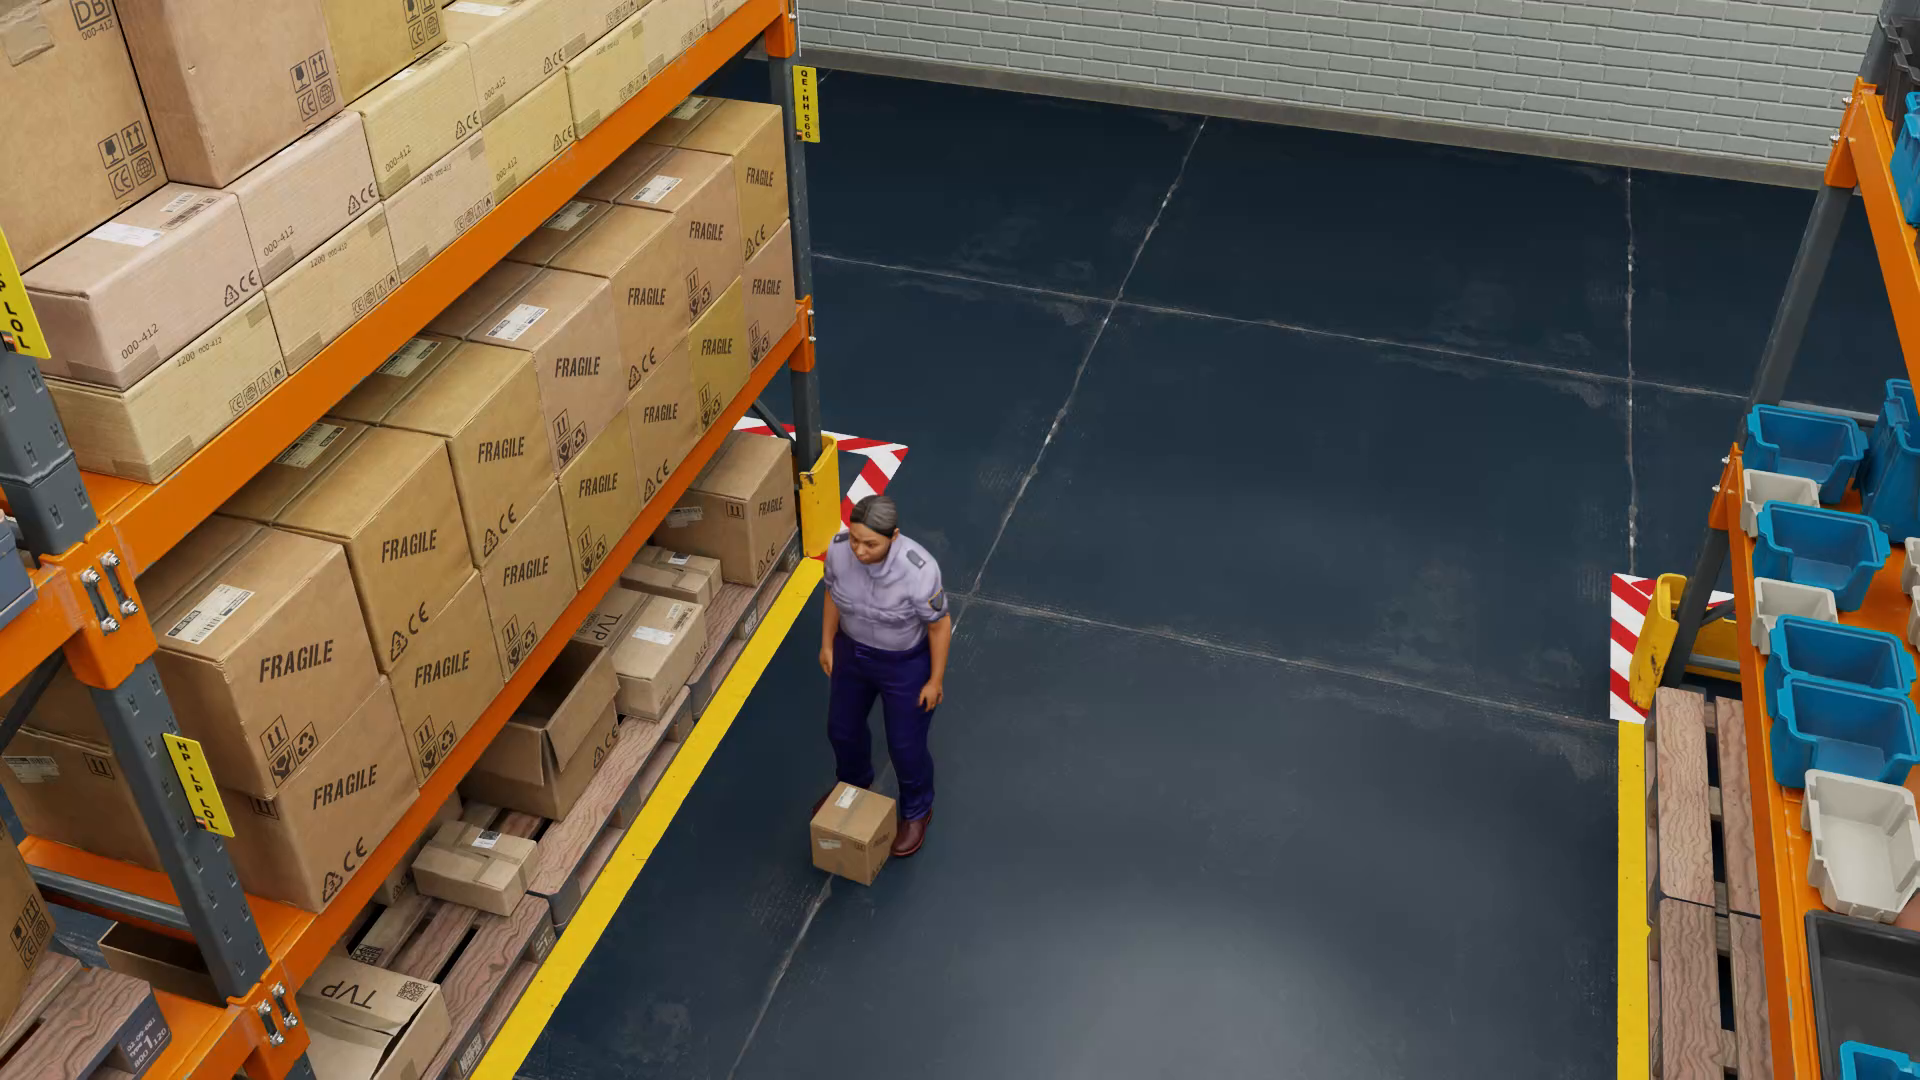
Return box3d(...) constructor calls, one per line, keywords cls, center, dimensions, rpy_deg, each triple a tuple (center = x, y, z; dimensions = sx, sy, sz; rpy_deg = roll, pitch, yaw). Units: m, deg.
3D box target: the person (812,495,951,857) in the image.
box3d(cls="person", center=(-0.301, 0.467, 6.283), dimensions=(0.551, 1.650, 0.372), rpy_deg=(17, 40, 21))
